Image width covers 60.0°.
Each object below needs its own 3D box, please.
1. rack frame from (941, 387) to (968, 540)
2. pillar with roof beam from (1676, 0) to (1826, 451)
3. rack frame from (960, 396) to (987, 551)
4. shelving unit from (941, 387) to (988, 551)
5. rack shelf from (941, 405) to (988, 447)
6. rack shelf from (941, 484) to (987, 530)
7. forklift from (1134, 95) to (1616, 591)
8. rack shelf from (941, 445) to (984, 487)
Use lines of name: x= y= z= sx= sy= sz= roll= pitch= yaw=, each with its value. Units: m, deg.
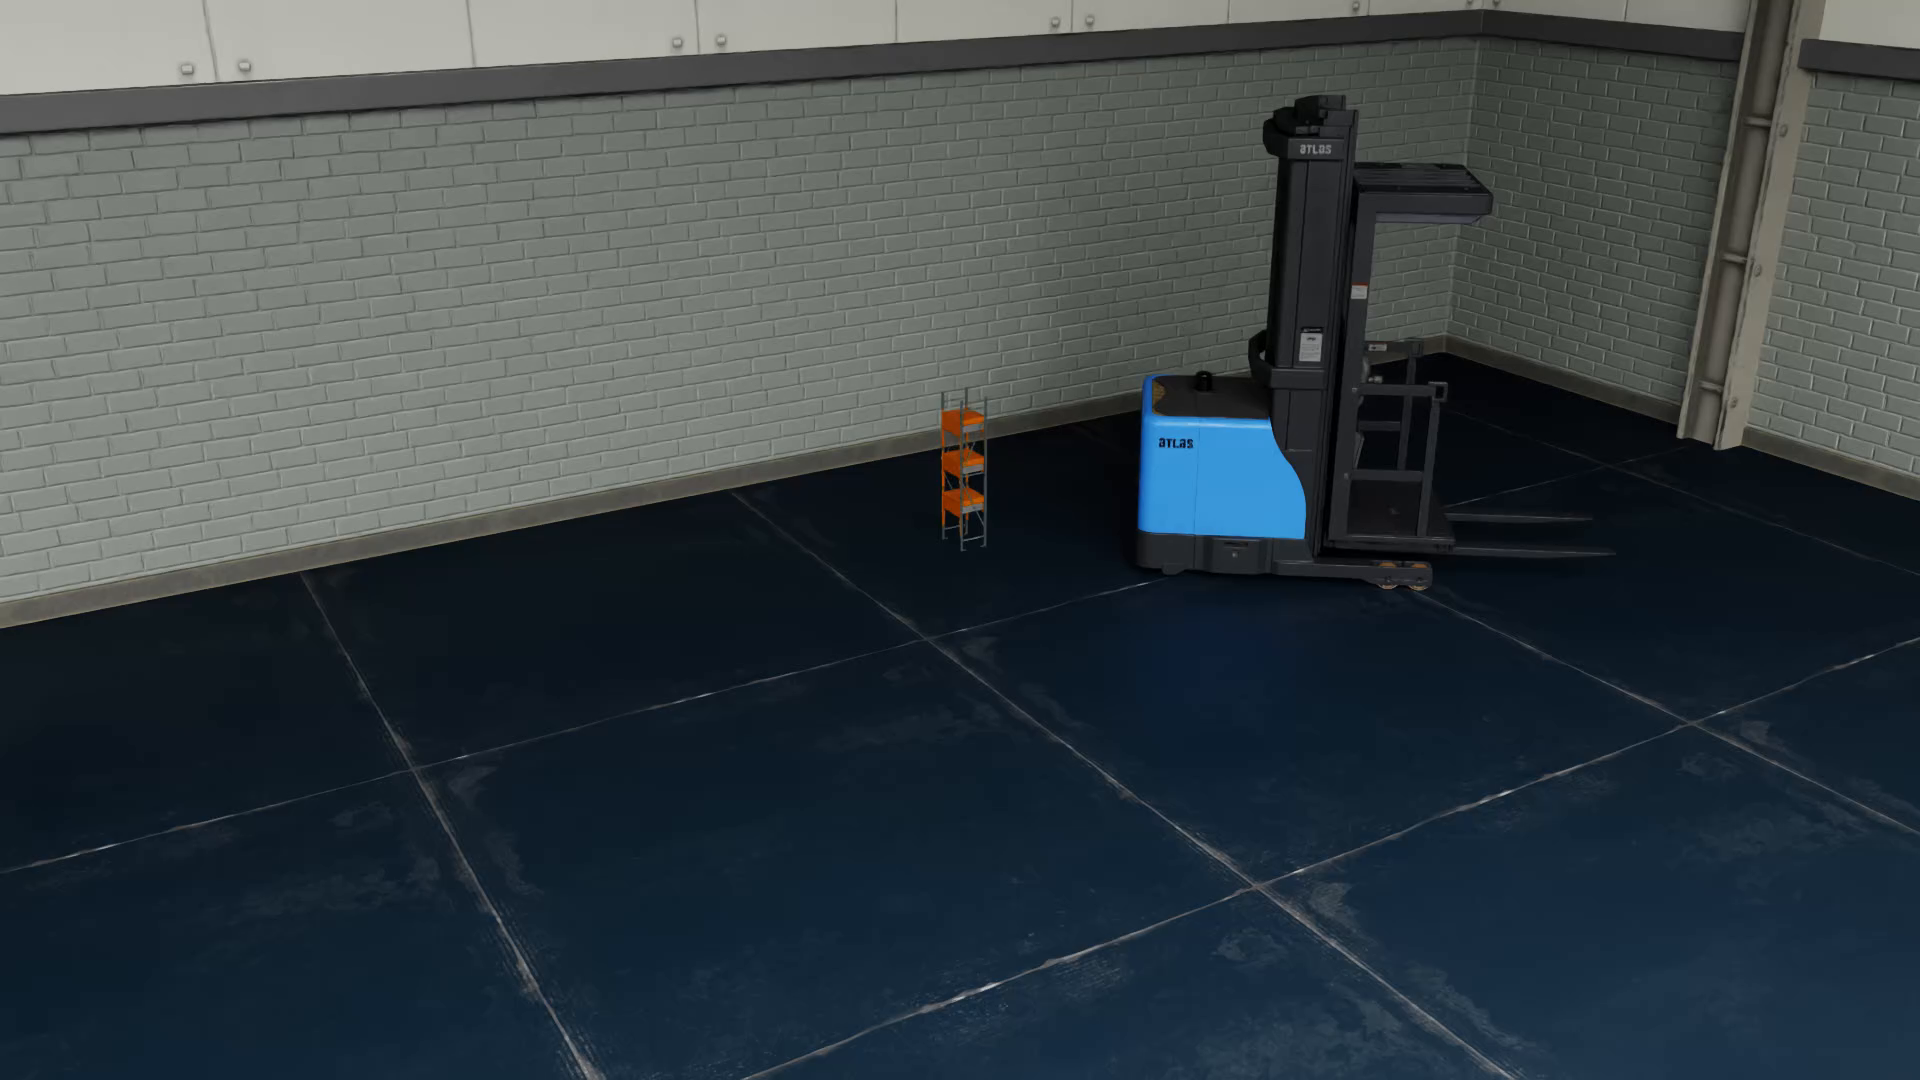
rack frame: x=-0.035 y=-0.509 z=11.168 sx=0.200 sy=1.050 sz=0.008 roll=-13 pitch=25 yaw=-28
pillar with roof beam: x=2.275 y=-4.134 z=9.531 sx=9.100 sy=9.000 sz=0.400 roll=-13 pitch=25 yaw=-28
rack frame: x=0.090 y=-0.430 z=10.974 sx=0.200 sy=1.050 sz=0.008 roll=-13 pitch=25 yaw=-28
shelving unit: x=0.027 y=-0.469 z=11.071 sx=0.215 sy=1.050 sz=0.252 roll=-13 pitch=25 yaw=-28
rack shelf: x=0.027 y=-0.722 z=10.968 sx=0.215 sy=0.259 sz=0.240 roll=-13 pitch=25 yaw=-28
rack shelf: x=0.027 y=-0.202 z=11.180 sx=0.215 sy=0.259 sz=0.240 roll=-13 pitch=25 yaw=-28
forklift: x=2.679 y=-1.249 z=10.493 sx=3.031 sy=2.935 sz=1.130 roll=2 pitch=22 yaw=6
rack shelf: x=0.027 y=-0.459 z=11.075 sx=0.215 sy=0.259 sz=0.240 roll=-13 pitch=25 yaw=-28
